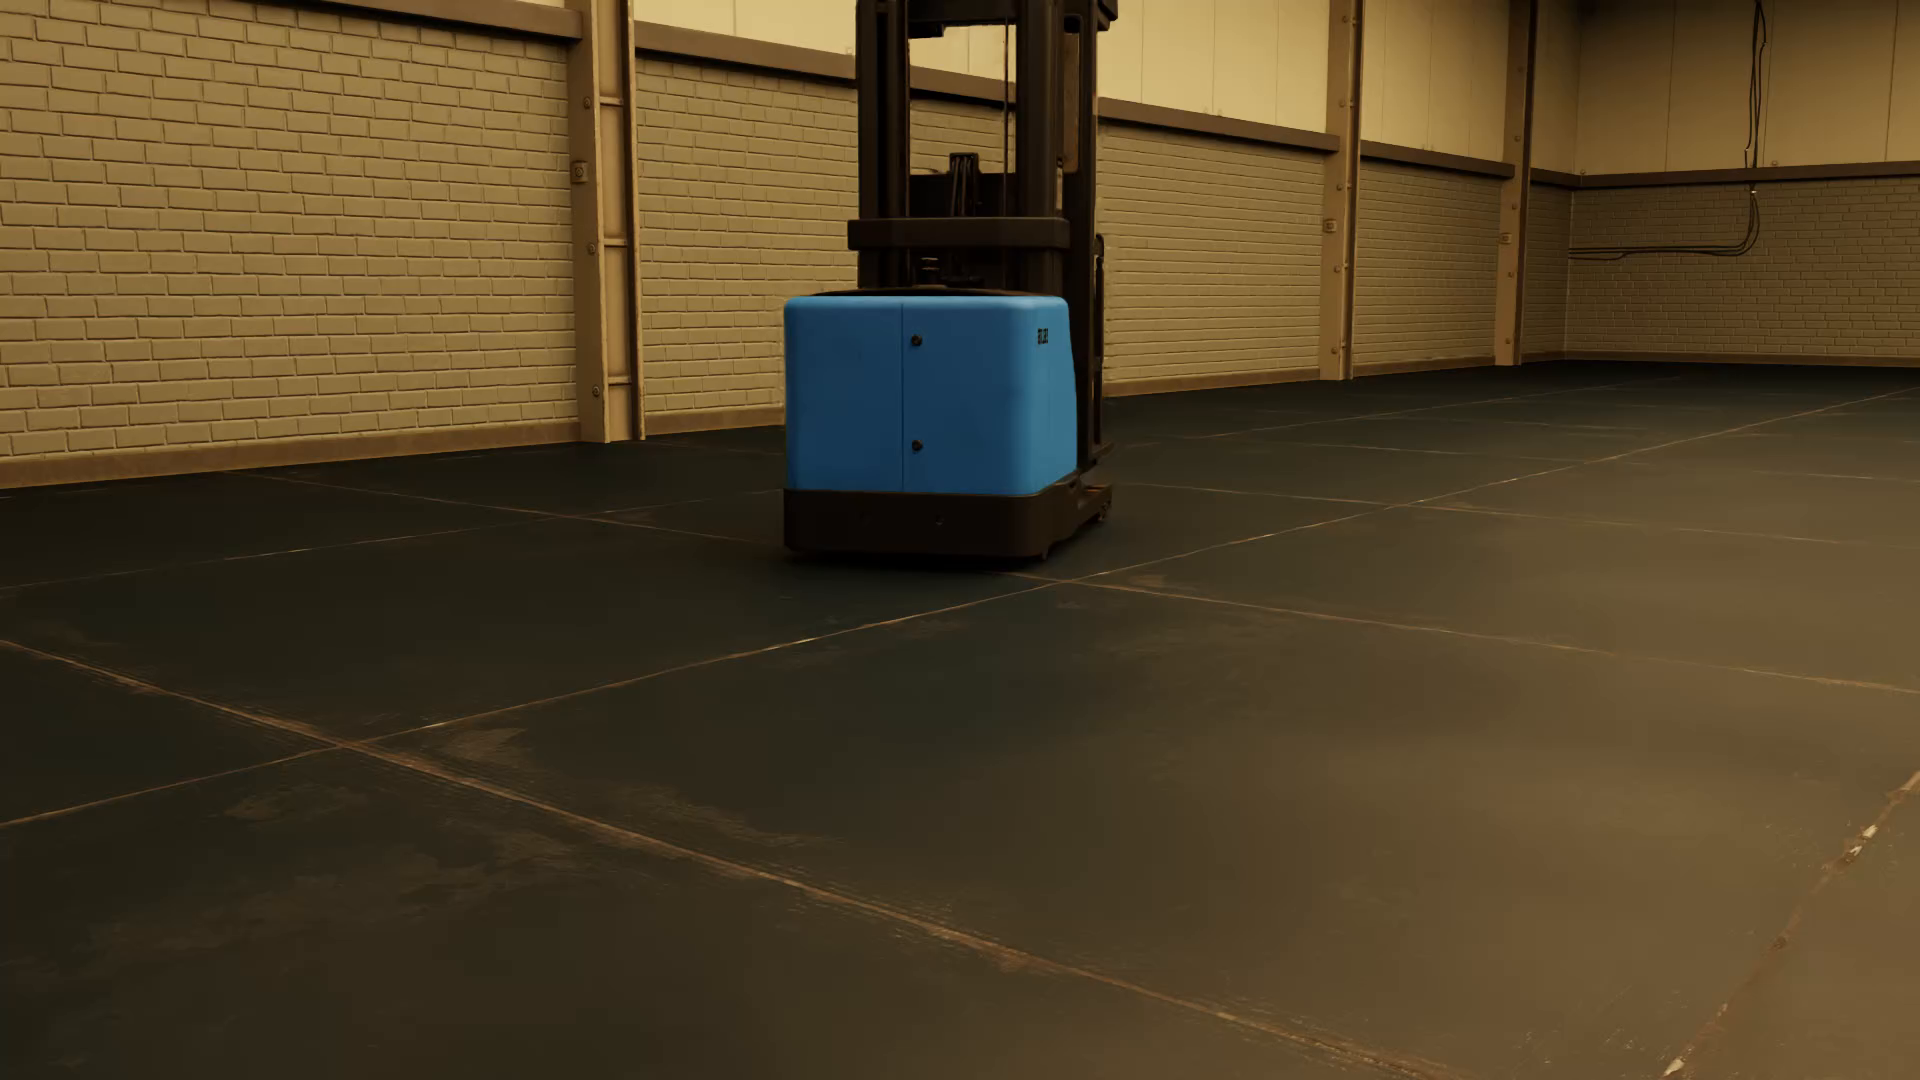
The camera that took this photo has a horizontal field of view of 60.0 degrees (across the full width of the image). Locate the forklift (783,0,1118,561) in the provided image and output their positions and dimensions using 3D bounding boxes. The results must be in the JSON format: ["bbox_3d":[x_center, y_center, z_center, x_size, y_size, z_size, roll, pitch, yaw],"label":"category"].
[{"bbox_3d":[0.128,-1.540,7.803,1.130,2.935,3.031,2,9,13],"label":"forklift"}]
